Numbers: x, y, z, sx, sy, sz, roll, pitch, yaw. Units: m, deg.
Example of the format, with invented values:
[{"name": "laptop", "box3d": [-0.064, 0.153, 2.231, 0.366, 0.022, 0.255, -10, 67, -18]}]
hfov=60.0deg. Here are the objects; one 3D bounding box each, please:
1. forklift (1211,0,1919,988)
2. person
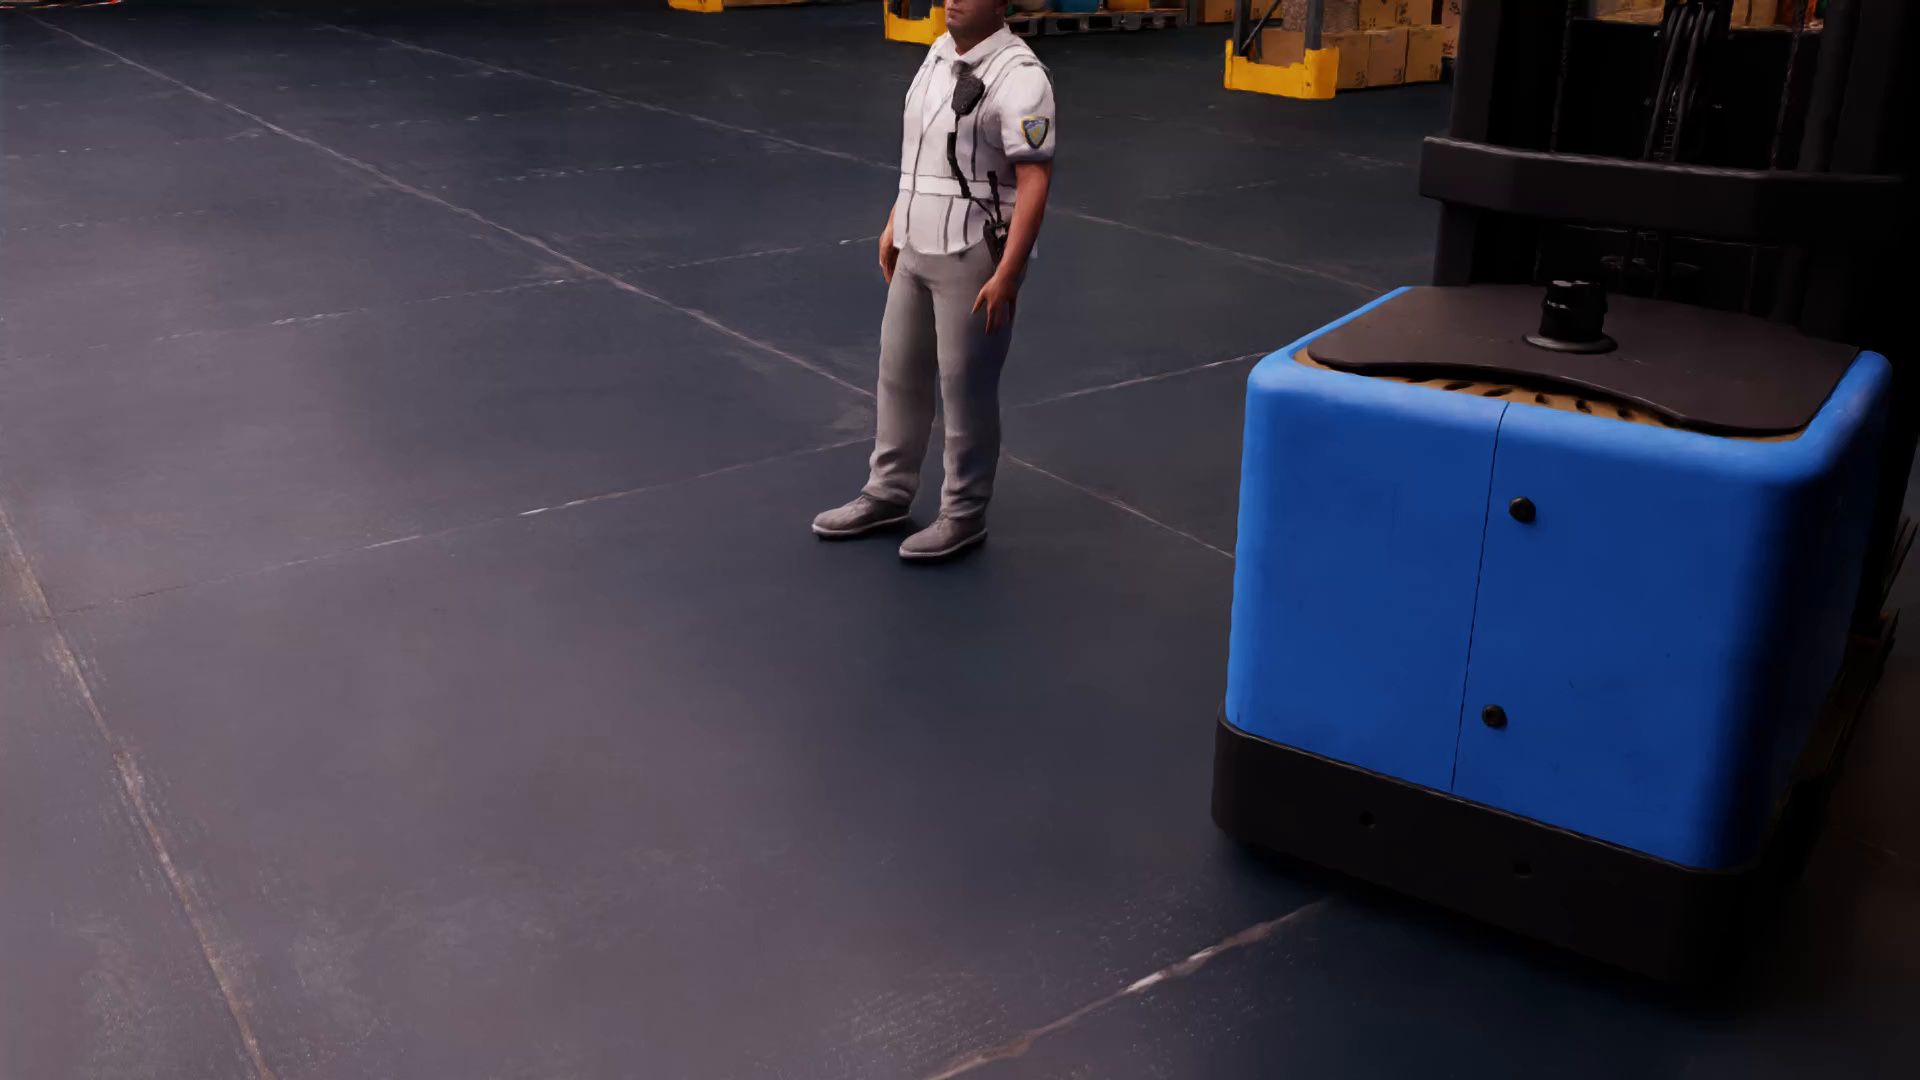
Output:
[{"name": "forklift", "box3d": [1.788, -1.051, 3.853, 1.130, 2.935, 3.031, 15, 26, 32]}, {"name": "person", "box3d": [-0.070, -0.820, 4.793, 0.575, 1.781, 0.640, -15, 26, -32]}]
